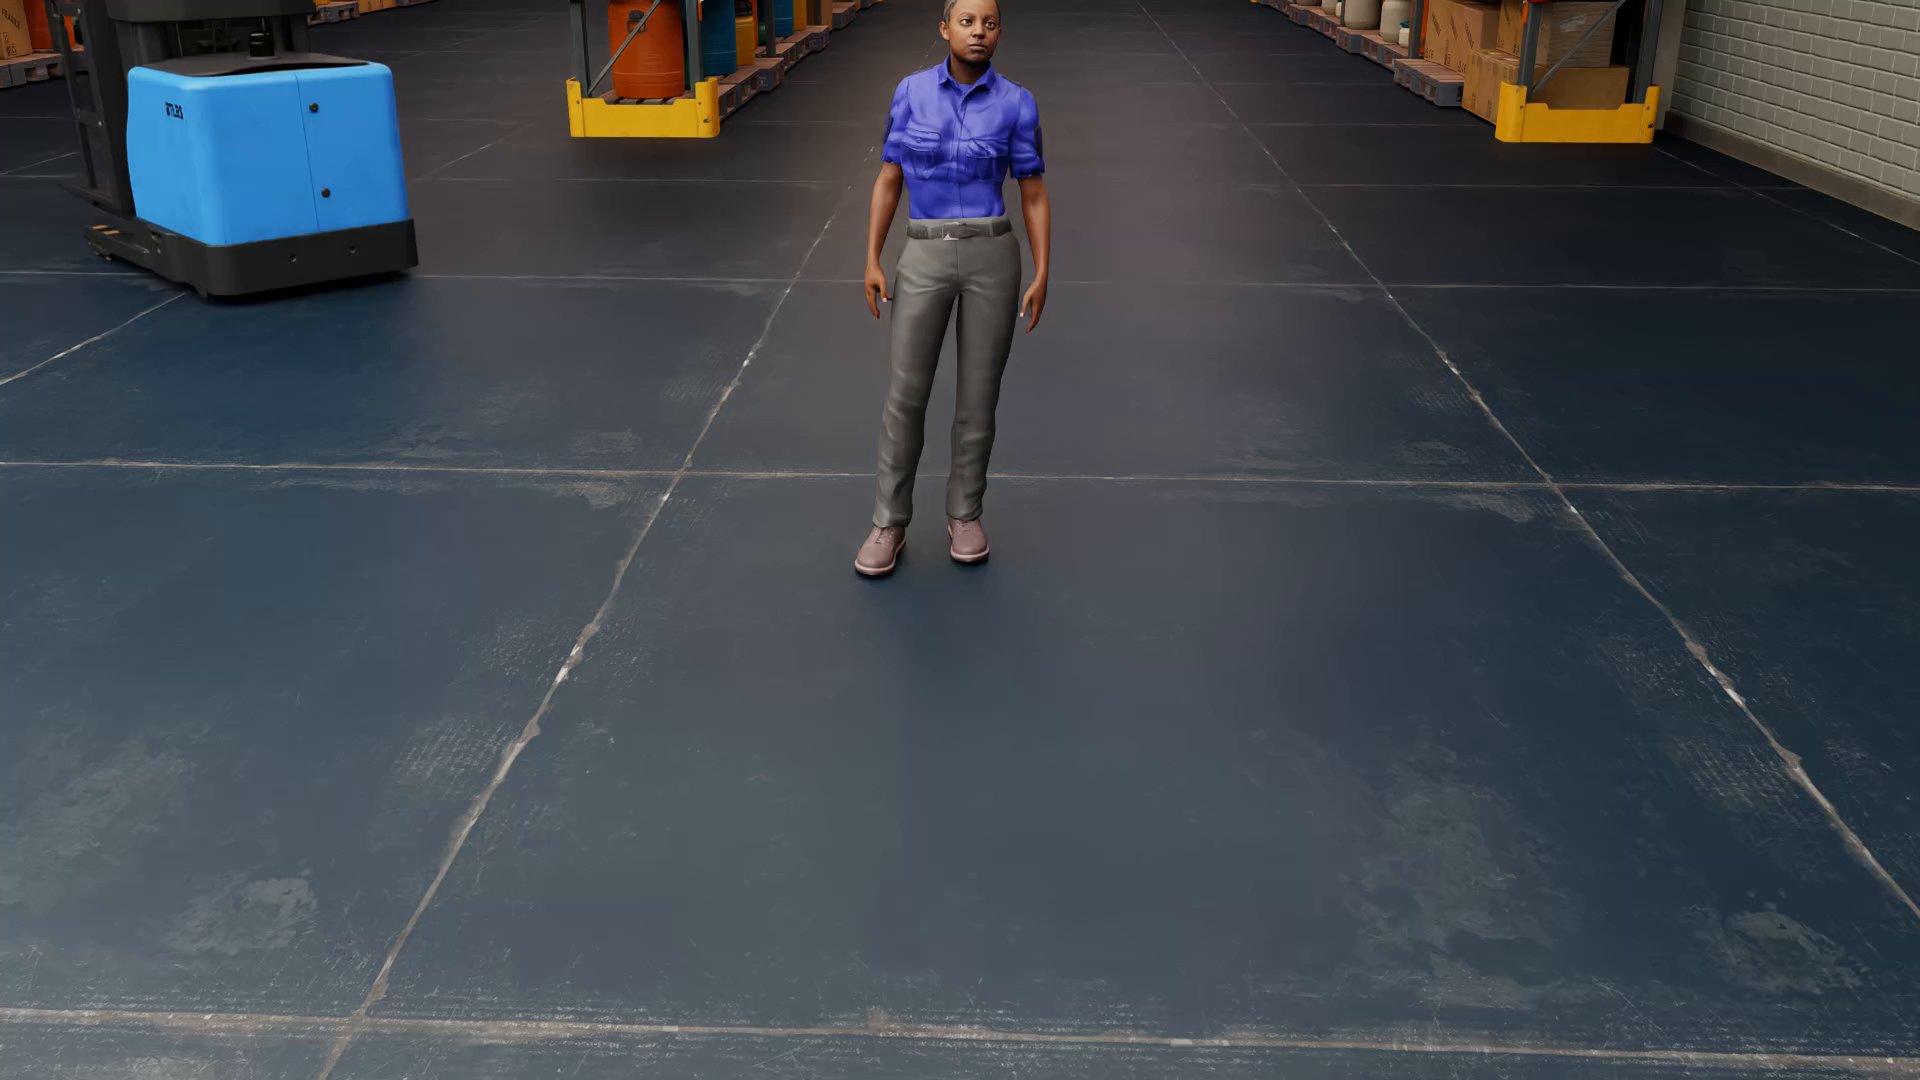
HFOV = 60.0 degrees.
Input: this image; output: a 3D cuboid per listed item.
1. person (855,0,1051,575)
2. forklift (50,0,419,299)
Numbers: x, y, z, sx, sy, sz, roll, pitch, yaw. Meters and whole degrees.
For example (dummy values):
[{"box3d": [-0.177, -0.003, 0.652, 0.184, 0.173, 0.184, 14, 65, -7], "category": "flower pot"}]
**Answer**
[{"box3d": [-0.023, -0.743, 4.818, 0.569, 1.654, 0.504, 1, 22, 2], "category": "person"}, {"box3d": [-4.167, -2.987, 8.753, 1.130, 2.935, 3.031, -19, 29, -39], "category": "forklift"}]
